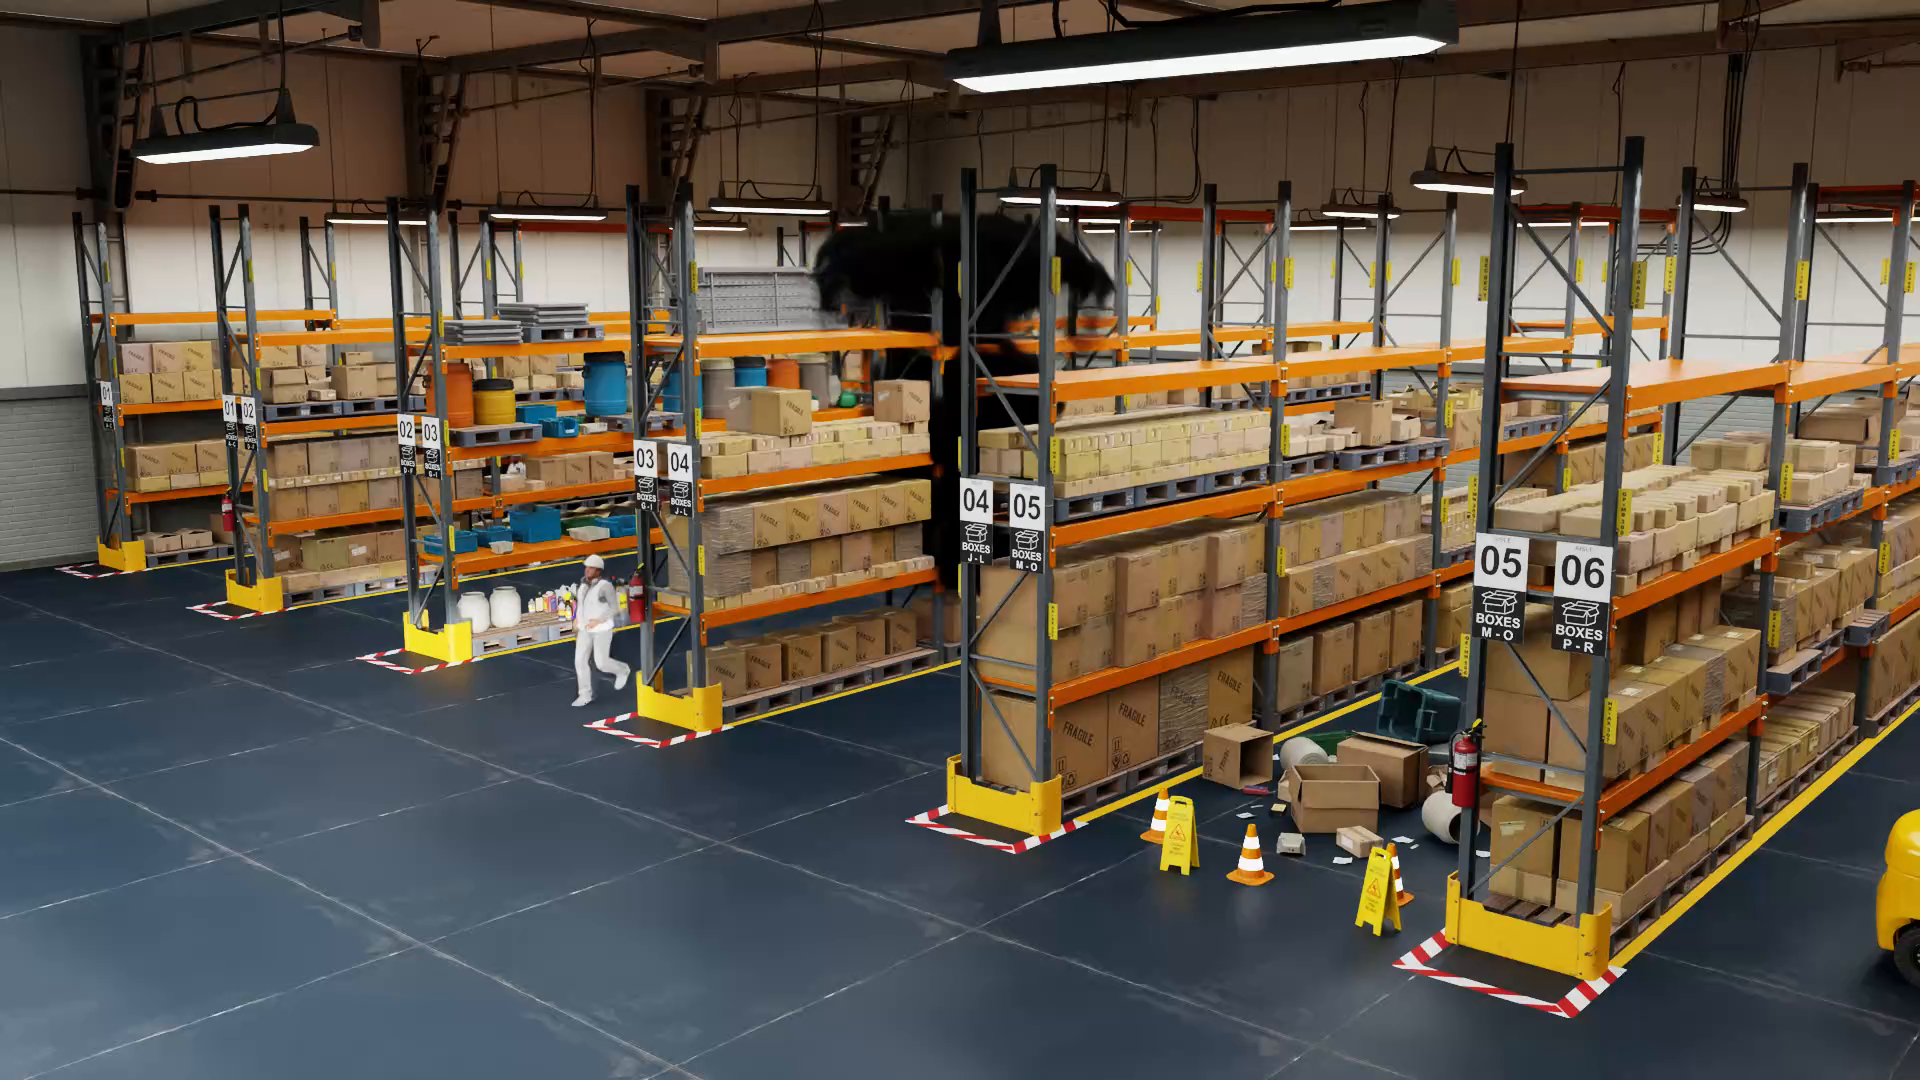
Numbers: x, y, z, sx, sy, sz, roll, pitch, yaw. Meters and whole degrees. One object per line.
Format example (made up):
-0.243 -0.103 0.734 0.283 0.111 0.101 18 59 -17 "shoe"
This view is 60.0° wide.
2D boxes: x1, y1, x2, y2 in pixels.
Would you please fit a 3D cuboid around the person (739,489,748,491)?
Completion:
-3.788 -0.438 28.678 0.608 1.767 0.909 8 12 39 "person"

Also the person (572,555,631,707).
-4.299 1.044 19.733 0.681 1.767 0.850 6 11 31 "person"

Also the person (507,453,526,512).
-8.443 -0.900 31.601 0.551 1.662 0.580 6 11 34 "person"
